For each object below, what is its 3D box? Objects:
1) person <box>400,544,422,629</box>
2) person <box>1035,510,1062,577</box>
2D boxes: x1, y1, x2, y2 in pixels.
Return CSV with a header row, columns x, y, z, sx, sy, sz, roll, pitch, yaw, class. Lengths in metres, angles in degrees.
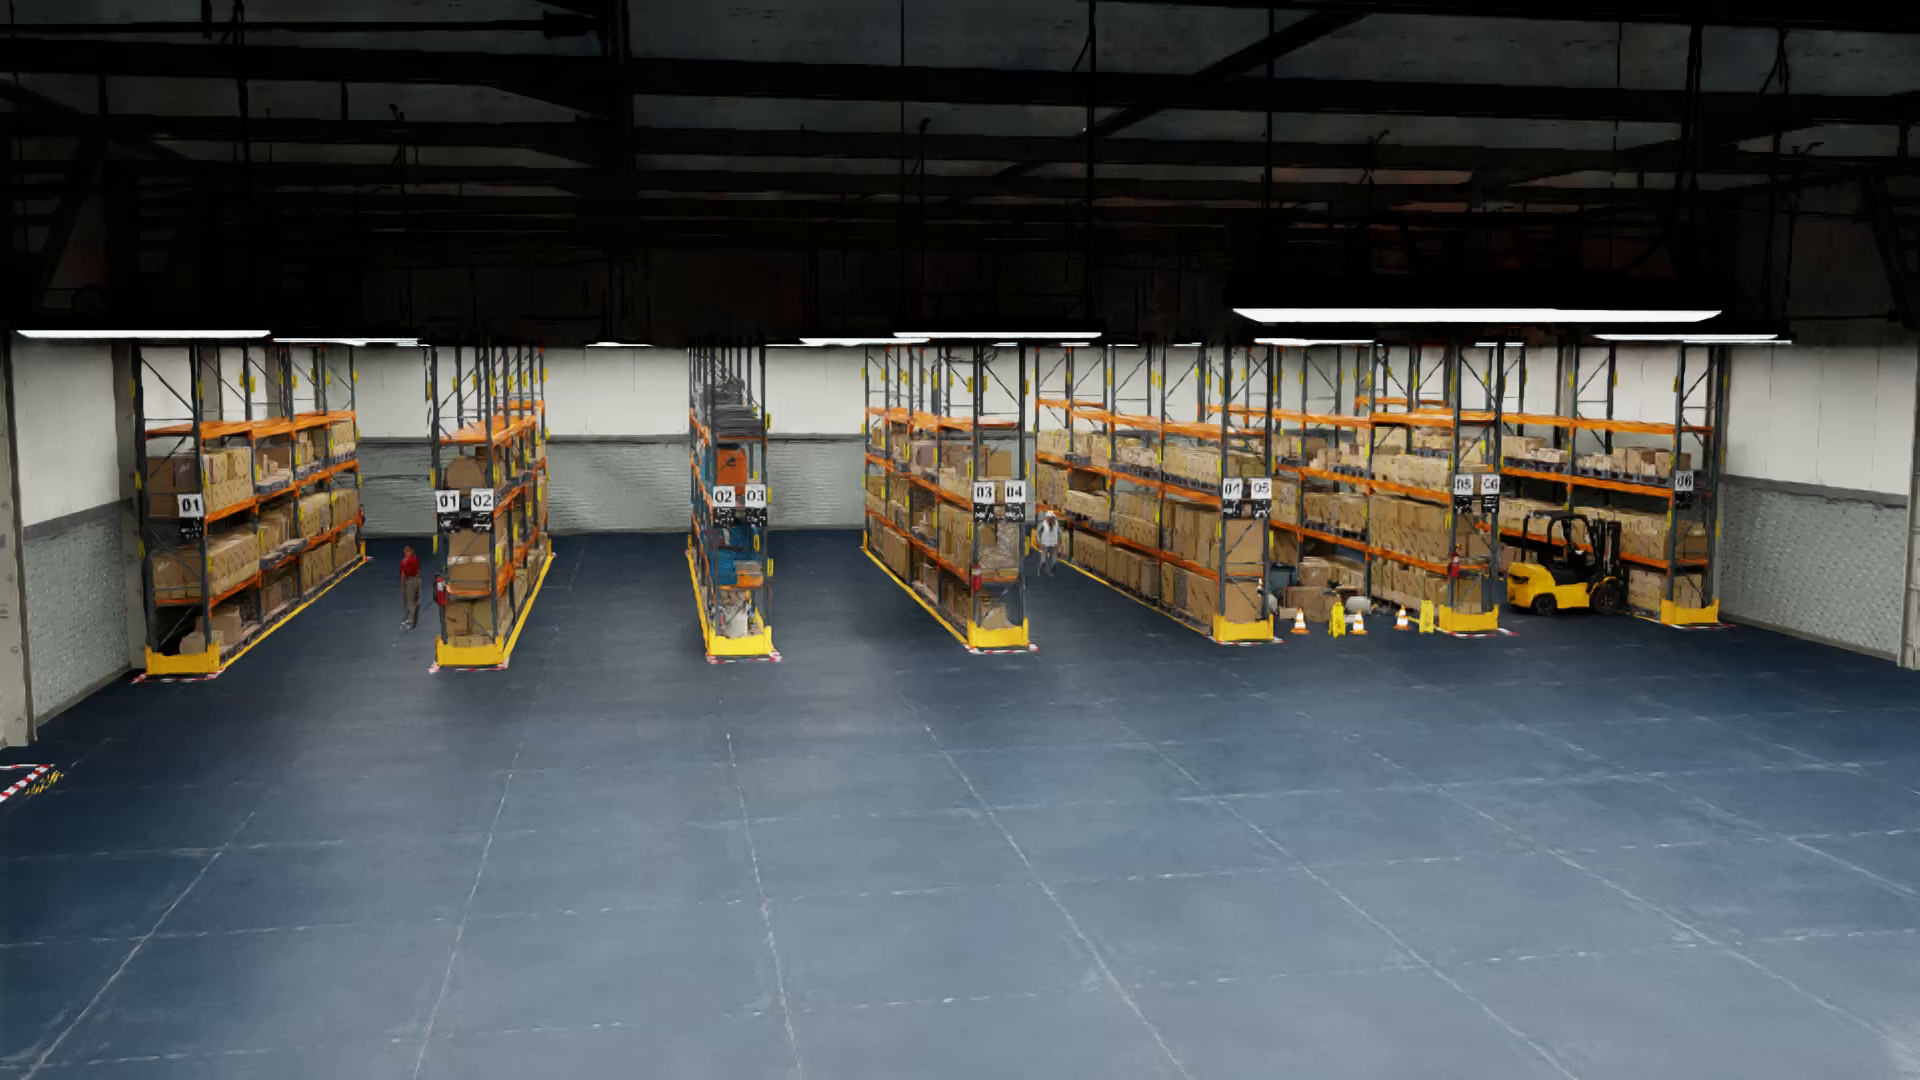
x,y,z,sx,sy,sz,roll,pitch,yaw,class
-11.364,0.937,34.242,0.497,1.731,0.588,2,7,19,person
2.229,0.098,41.712,0.677,1.726,0.574,-1,7,-12,person
